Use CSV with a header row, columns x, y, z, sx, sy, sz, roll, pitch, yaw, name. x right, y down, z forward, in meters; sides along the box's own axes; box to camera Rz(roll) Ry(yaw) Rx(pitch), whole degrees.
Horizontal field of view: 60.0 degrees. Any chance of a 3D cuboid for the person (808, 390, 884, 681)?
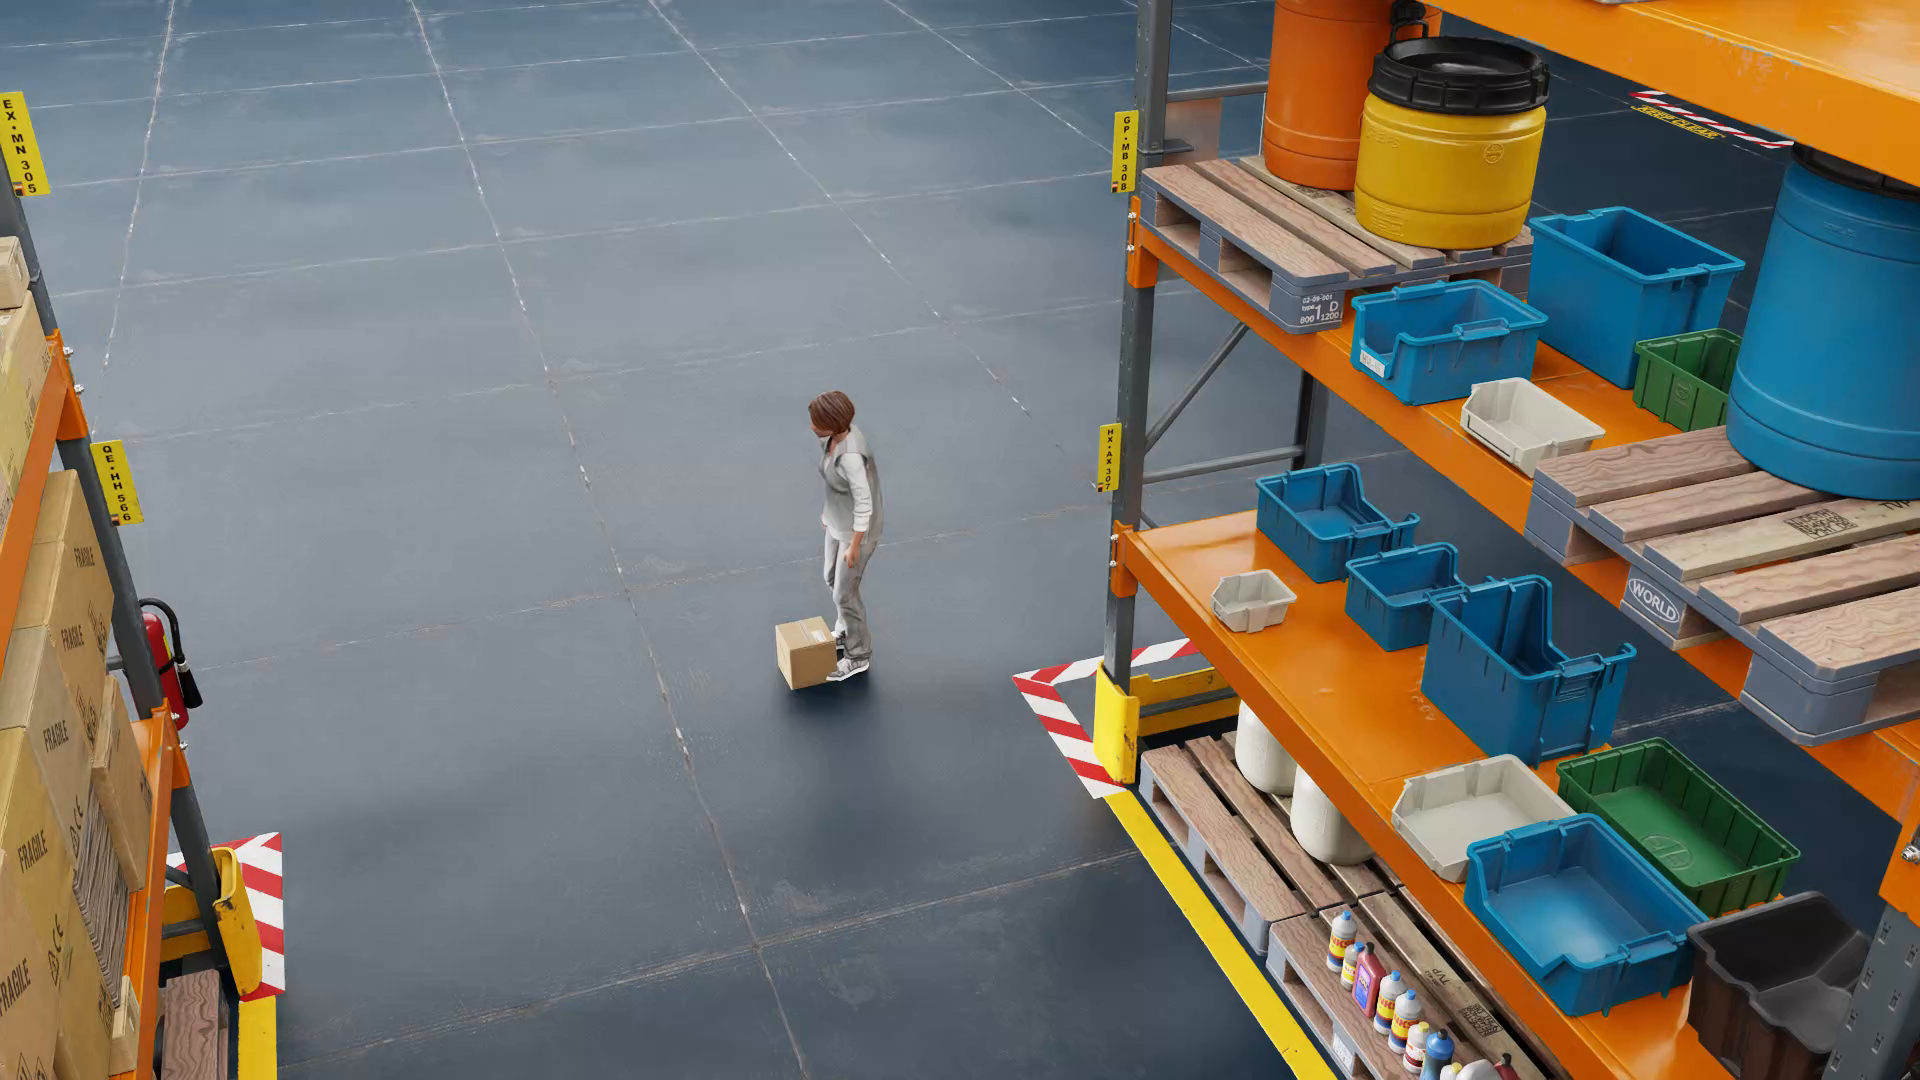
x,y,z,sx,sy,sz,roll,pitch,yaw,name
-0.585,-0.039,8.411,0.373,1.593,0.460,-11,32,-19,person
